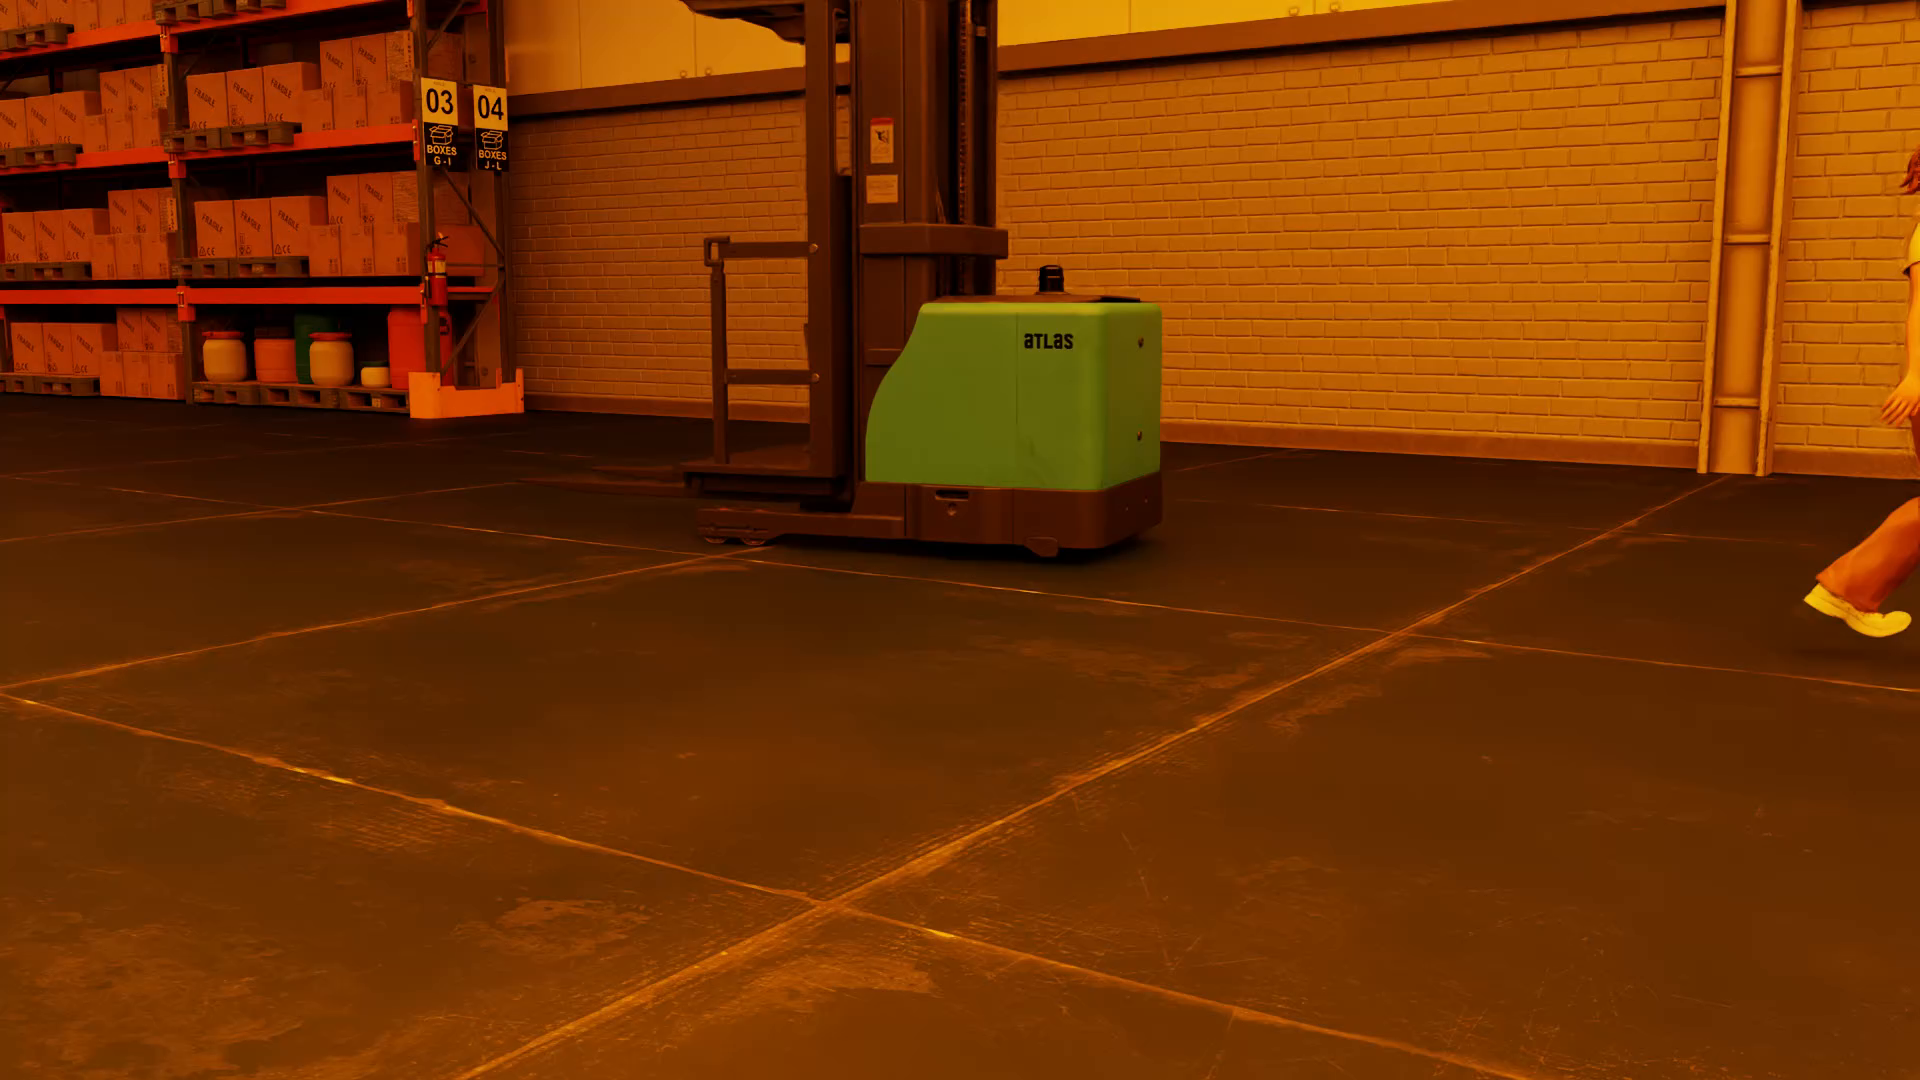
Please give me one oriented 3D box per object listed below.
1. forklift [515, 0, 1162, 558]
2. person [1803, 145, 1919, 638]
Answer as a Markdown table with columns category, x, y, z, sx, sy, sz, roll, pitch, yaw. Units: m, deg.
| category | x | y | z | sx | sy | sz | roll | pitch | yaw |
| --- | --- | --- | --- | --- | --- | --- | --- | --- | --- |
| forklift | -0.636 | -1.486 | 7.642 | 3.031 | 2.935 | 1.130 | 3 | 9 | 22 |
| person | 2.869 | -0.439 | 4.833 | 0.647 | 1.660 | 0.773 | 3 | 9 | 21 |
